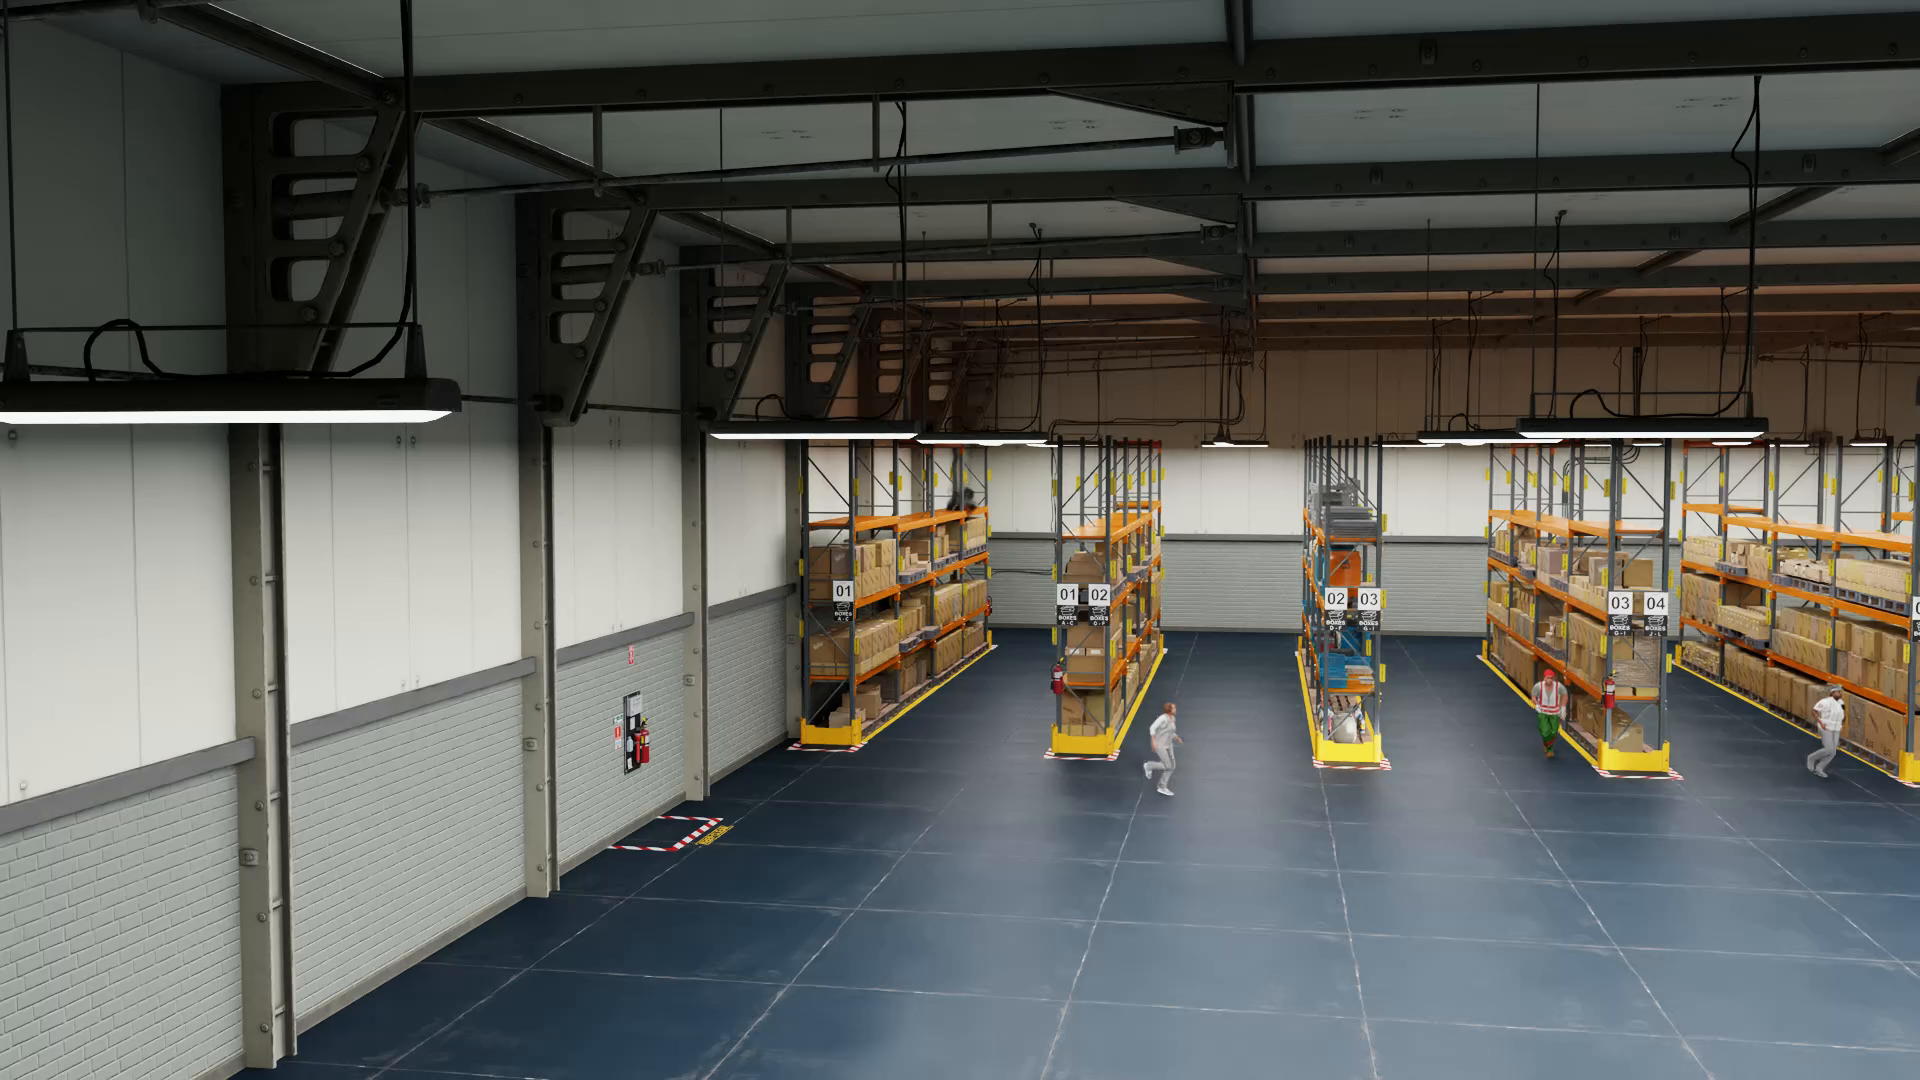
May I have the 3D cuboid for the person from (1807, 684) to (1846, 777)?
[{"bbox_3d":[15.286,3.335,29.208,0.585,1.646,0.540,-1,3,-16],"label":"person"}]

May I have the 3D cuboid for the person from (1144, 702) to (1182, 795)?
[{"bbox_3d":[3.381,3.467,27.747,0.651,1.553,0.570,2,4,37],"label":"person"}]

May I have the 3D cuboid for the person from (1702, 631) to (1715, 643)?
[{"bbox_3d":[20.672,2.448,45.734,0.769,1.655,0.607,0,3,-8],"label":"person"}]

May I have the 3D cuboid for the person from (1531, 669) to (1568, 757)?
[{"bbox_3d":[10.949,3.218,30.895,0.658,1.673,0.676,1,3,18],"label":"person"}]
